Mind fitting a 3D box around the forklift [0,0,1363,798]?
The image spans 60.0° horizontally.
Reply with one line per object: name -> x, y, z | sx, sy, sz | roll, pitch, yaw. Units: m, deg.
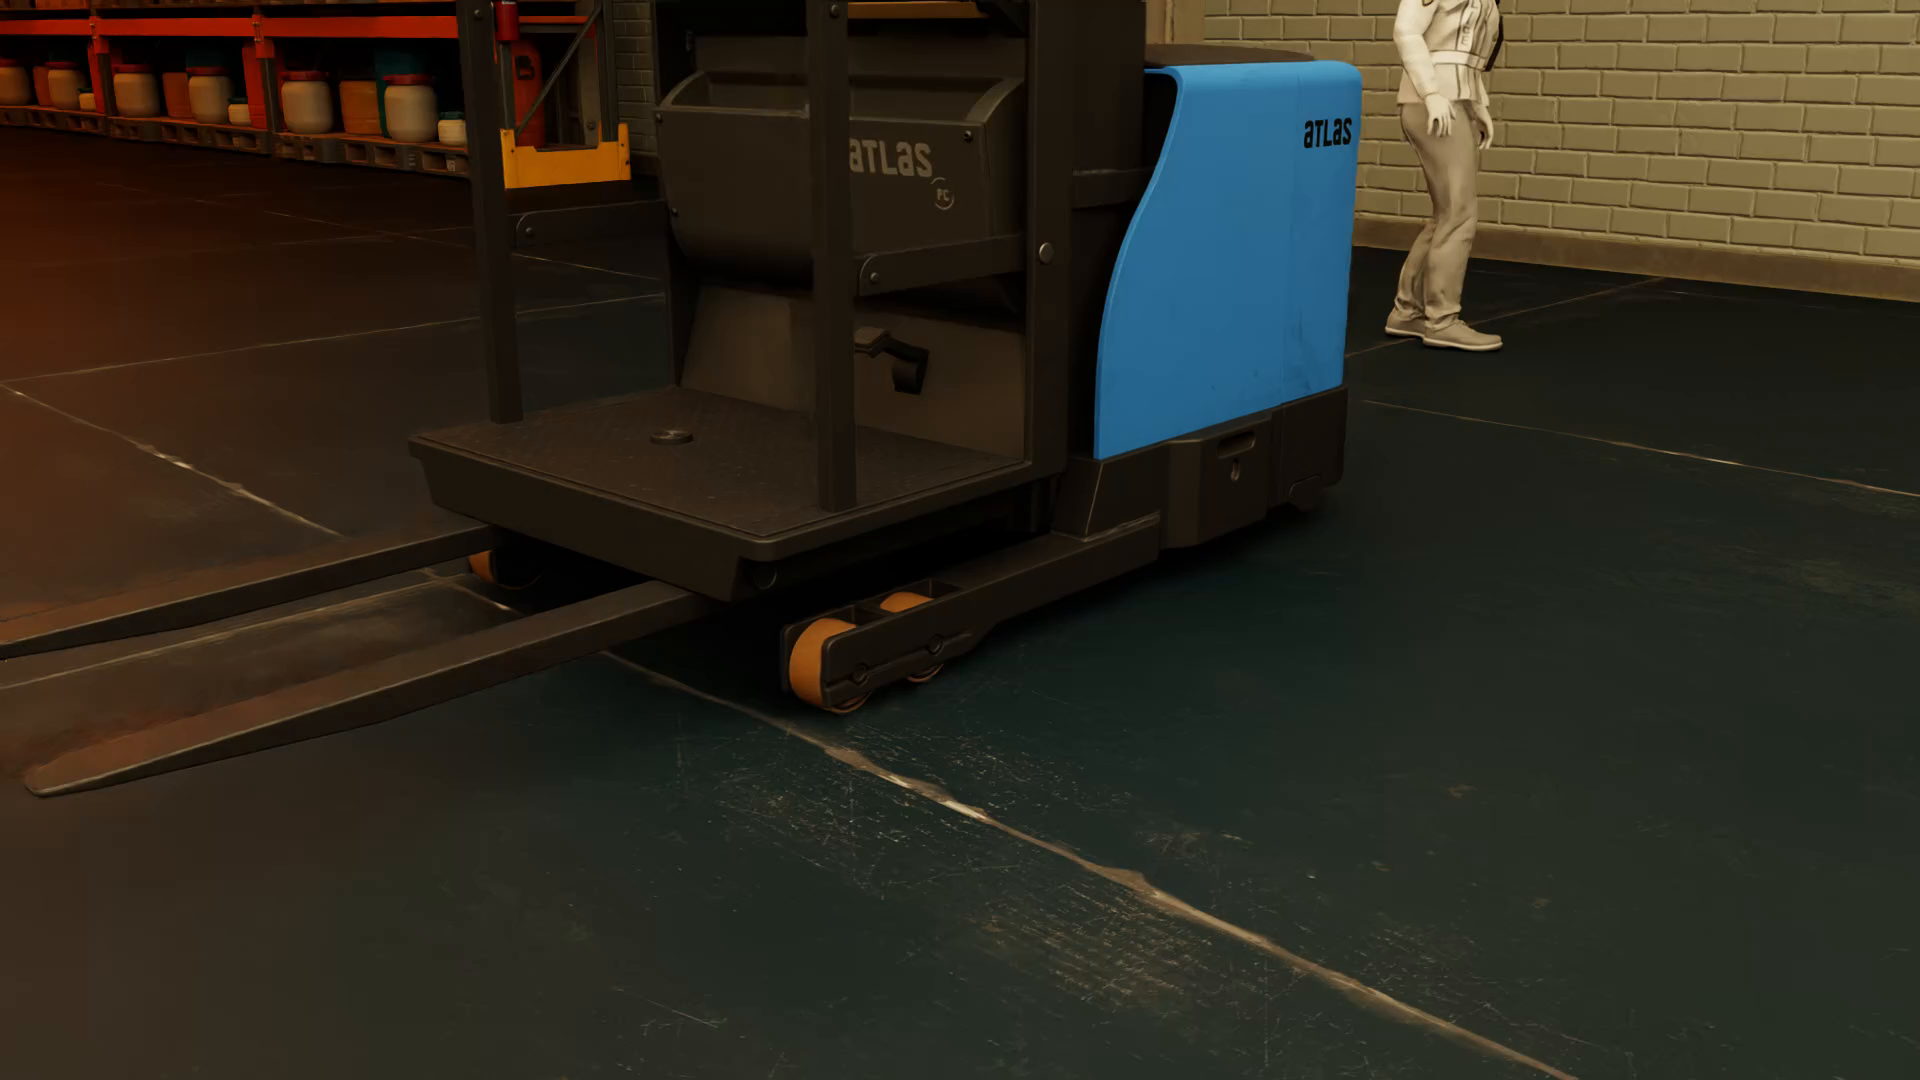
forklift -> -0.402, -1.265, 3.021 | 1.130, 2.935, 3.031 | 15, 22, 40

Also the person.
person -> 1.856, -1.554, 6.137 | 0.468, 1.654, 0.693 | 8, 19, 24
